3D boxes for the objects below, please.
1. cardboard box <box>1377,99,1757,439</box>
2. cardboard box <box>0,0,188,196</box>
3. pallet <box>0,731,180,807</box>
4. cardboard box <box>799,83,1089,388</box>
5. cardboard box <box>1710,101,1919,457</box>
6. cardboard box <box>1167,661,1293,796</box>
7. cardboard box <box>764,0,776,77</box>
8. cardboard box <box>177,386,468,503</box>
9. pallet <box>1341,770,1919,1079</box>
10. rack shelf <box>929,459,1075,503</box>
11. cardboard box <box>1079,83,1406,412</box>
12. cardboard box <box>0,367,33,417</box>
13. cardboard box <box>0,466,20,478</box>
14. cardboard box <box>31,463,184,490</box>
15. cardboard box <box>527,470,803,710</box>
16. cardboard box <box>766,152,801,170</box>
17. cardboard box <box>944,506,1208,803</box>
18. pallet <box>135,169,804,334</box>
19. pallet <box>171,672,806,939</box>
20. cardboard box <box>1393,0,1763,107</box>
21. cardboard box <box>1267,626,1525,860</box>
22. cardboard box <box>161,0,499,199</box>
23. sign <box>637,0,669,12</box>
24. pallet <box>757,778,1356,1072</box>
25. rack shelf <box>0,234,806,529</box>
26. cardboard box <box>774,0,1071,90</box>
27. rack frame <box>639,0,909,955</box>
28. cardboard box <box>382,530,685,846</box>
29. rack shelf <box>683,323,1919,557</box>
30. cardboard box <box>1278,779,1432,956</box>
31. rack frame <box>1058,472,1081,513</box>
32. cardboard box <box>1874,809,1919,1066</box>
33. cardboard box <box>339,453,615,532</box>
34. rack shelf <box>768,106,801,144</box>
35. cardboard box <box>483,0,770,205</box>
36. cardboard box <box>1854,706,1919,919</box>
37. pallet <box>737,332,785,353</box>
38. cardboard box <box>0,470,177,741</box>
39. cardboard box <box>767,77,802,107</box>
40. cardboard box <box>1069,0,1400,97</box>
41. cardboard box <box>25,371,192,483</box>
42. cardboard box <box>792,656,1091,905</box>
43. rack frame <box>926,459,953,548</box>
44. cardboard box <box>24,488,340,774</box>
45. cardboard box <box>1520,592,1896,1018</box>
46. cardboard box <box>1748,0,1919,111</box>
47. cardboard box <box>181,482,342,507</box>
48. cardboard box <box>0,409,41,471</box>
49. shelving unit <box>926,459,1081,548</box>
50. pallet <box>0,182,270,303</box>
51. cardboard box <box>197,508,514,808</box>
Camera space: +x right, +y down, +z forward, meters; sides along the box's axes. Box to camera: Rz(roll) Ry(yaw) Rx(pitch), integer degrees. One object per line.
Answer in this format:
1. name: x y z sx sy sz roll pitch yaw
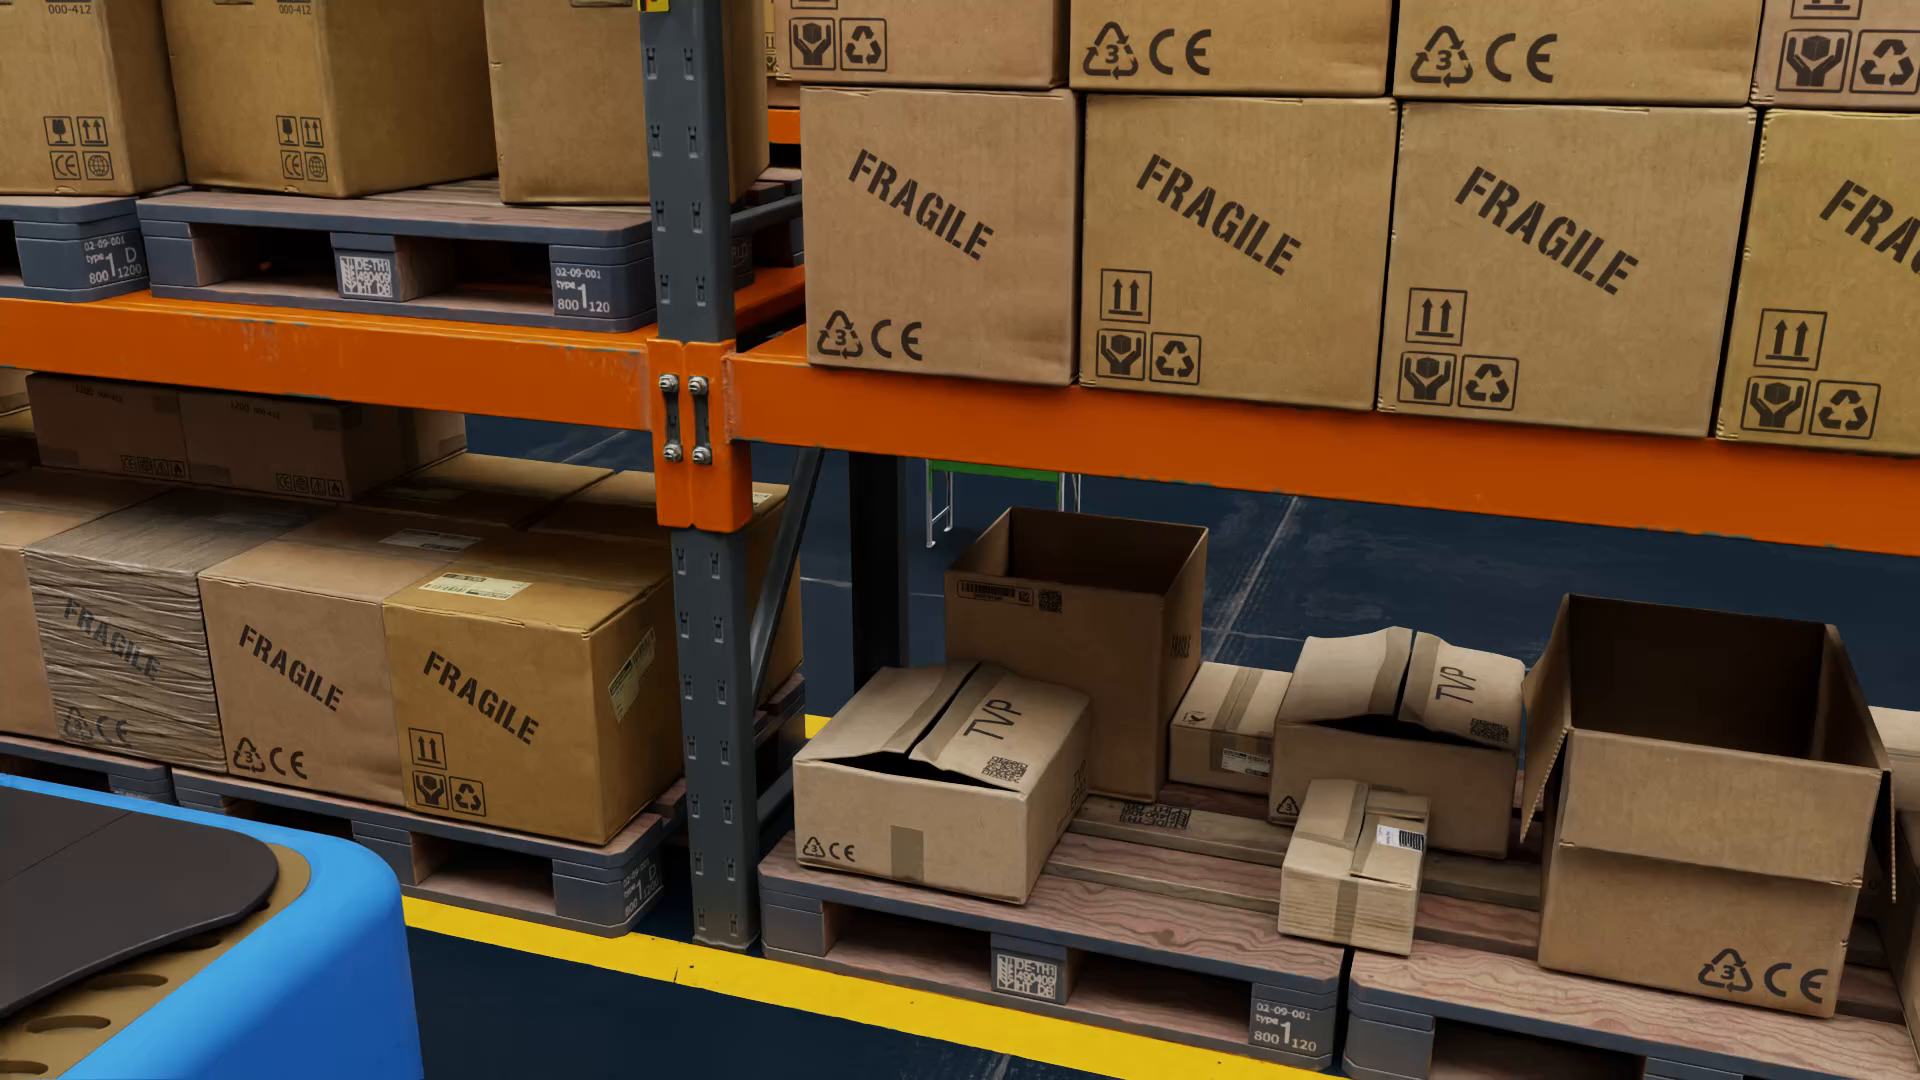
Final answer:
1. cardboard box: 0.997 -0.493 2.782 0.500 0.500 0.500 6 20 18
2. cardboard box: -2.041 -1.112 3.919 0.500 0.500 0.700 1 19 4
3. pallet: -2.289 0.415 4.566 1.213 0.211 1.003 7 20 18
4. cardboard box: 0.040 -0.602 3.094 0.500 0.500 0.500 7 20 19
5. cardboard box: 1.478 -0.439 2.625 0.500 0.500 0.500 6 20 17
6. cardboard box: 0.654 0.439 3.922 0.250 0.149 0.380 7 20 18
7. cardboard box: -0.679 -2.565 8.244 0.500 0.500 0.500 7 20 20
8. cardboard box: -1.673 -0.312 4.405 0.500 0.250 0.500 7 20 18
9. pallet: 1.453 0.828 3.381 1.213 0.211 1.003 7 20 18
10. rack shelf: 0.156 -0.262 5.927 0.480 0.148 0.258 7 20 18
11. cardboard box: 0.525 -0.548 2.939 0.500 0.500 0.500 7 20 19
12. cardboard box: -3.115 -0.475 4.873 0.500 0.250 0.500 7 21 20
13. cardboard box: -2.825 0.094 4.377 0.500 0.500 0.500 6 20 17
14. cardboard box: -2.183 -0.015 4.692 0.500 0.500 0.500 6 20 16
15. cardboard box: -0.729 0.150 4.218 0.500 0.500 0.500 6 20 16
16. cardboard box: -1.031 -1.634 8.834 0.750 0.750 0.750 6 20 18
17. cardboard box: 0.280 0.251 3.927 0.500 0.500 0.500 7 20 18
18. pallet: -1.071 -0.724 3.888 1.213 0.211 1.003 7 20 18
19. pallet: -1.132 0.546 4.189 1.213 0.211 1.003 7 20 18
20. cardboard box: 0.974 -0.964 2.615 0.500 0.500 0.500 6 20 16
21. cardboard box: 0.988 0.422 3.726 0.500 0.311 0.500 7 20 18
22. cardboard box: -1.396 -1.115 3.929 0.500 0.500 0.700 10 22 27
23. sign: -0.530 -1.068 2.825 0.005 0.325 0.100 7 20 18
24. pallet: 0.297 0.697 3.757 1.213 0.211 1.003 7 20 18
25. rack shelf: -2.241 -0.571 4.250 4.000 0.370 1.077 7 20 18
26. cardboard box: 0.001 -1.076 2.934 0.500 0.500 0.500 7 20 19
27. rack frame: -0.352 -0.695 3.512 0.127 3.000 1.000 7 20 18
28. cardboard box: -0.912 0.314 3.748 0.500 0.500 0.500 6 20 18
29. rack shelf: 1.538 -0.139 3.010 4.000 0.370 1.077 7 20 18
30. cardboard box: 0.794 0.638 3.324 0.250 0.166 0.380 7 20 18
31. rack frame: 0.387 -0.522 5.752 0.015 1.200 0.240 7 20 18
32. cardboard box: 1.945 0.734 2.922 0.500 0.250 0.500 7 20 18
33. cardboard box: -1.236 0.096 4.373 0.500 0.500 0.500 7 20 19
34. rack shelf: -0.619 -2.112 8.670 4.000 0.370 1.077 7 20 18
35. cardboard box: -0.726 -1.061 3.773 0.500 0.500 0.700 0 19 0
36. cardboard box: 2.062 0.573 3.384 0.500 0.250 0.500 7 20 18
37. pallet: -0.639 -1.110 8.939 1.213 0.211 1.003 7 20 18
38. cardboard box: -2.331 0.149 4.220 0.500 0.500 0.500 6 20 16
39. cardboard box: -0.820 -2.288 8.435 0.250 0.149 0.380 7 20 18
40. cardboard box: 0.489 -1.020 2.774 0.500 0.500 0.500 6 20 16
41. cardboard box: -2.147 -0.366 4.560 0.500 0.250 0.500 6 20 17
42. cardboard box: -0.026 0.480 3.559 0.500 0.311 0.500 7 20 18
43. rack frame: -0.074 -0.575 5.903 0.015 1.200 0.240 7 20 18
44. cardboard box: -1.850 0.203 4.065 0.500 0.500 0.500 7 20 19
45. cardboard box: 1.425 0.478 3.273 0.637 0.503 0.797 7 20 18
46. cardboard box: 1.462 -0.909 2.455 0.500 0.500 0.500 7 20 20
47. cardboard box: -1.706 0.039 4.535 0.500 0.500 0.500 7 20 19
48. cardboard box: -2.681 -0.070 4.849 0.500 0.500 0.500 6 20 16
49. shelving unit: 0.156 -0.549 5.827 0.503 1.200 0.258 7 20 18
50. pallet: -2.292 -0.827 4.184 1.213 0.211 1.003 7 20 18
51. cardboard box: -1.376 0.258 3.909 0.500 0.500 0.500 7 20 18
